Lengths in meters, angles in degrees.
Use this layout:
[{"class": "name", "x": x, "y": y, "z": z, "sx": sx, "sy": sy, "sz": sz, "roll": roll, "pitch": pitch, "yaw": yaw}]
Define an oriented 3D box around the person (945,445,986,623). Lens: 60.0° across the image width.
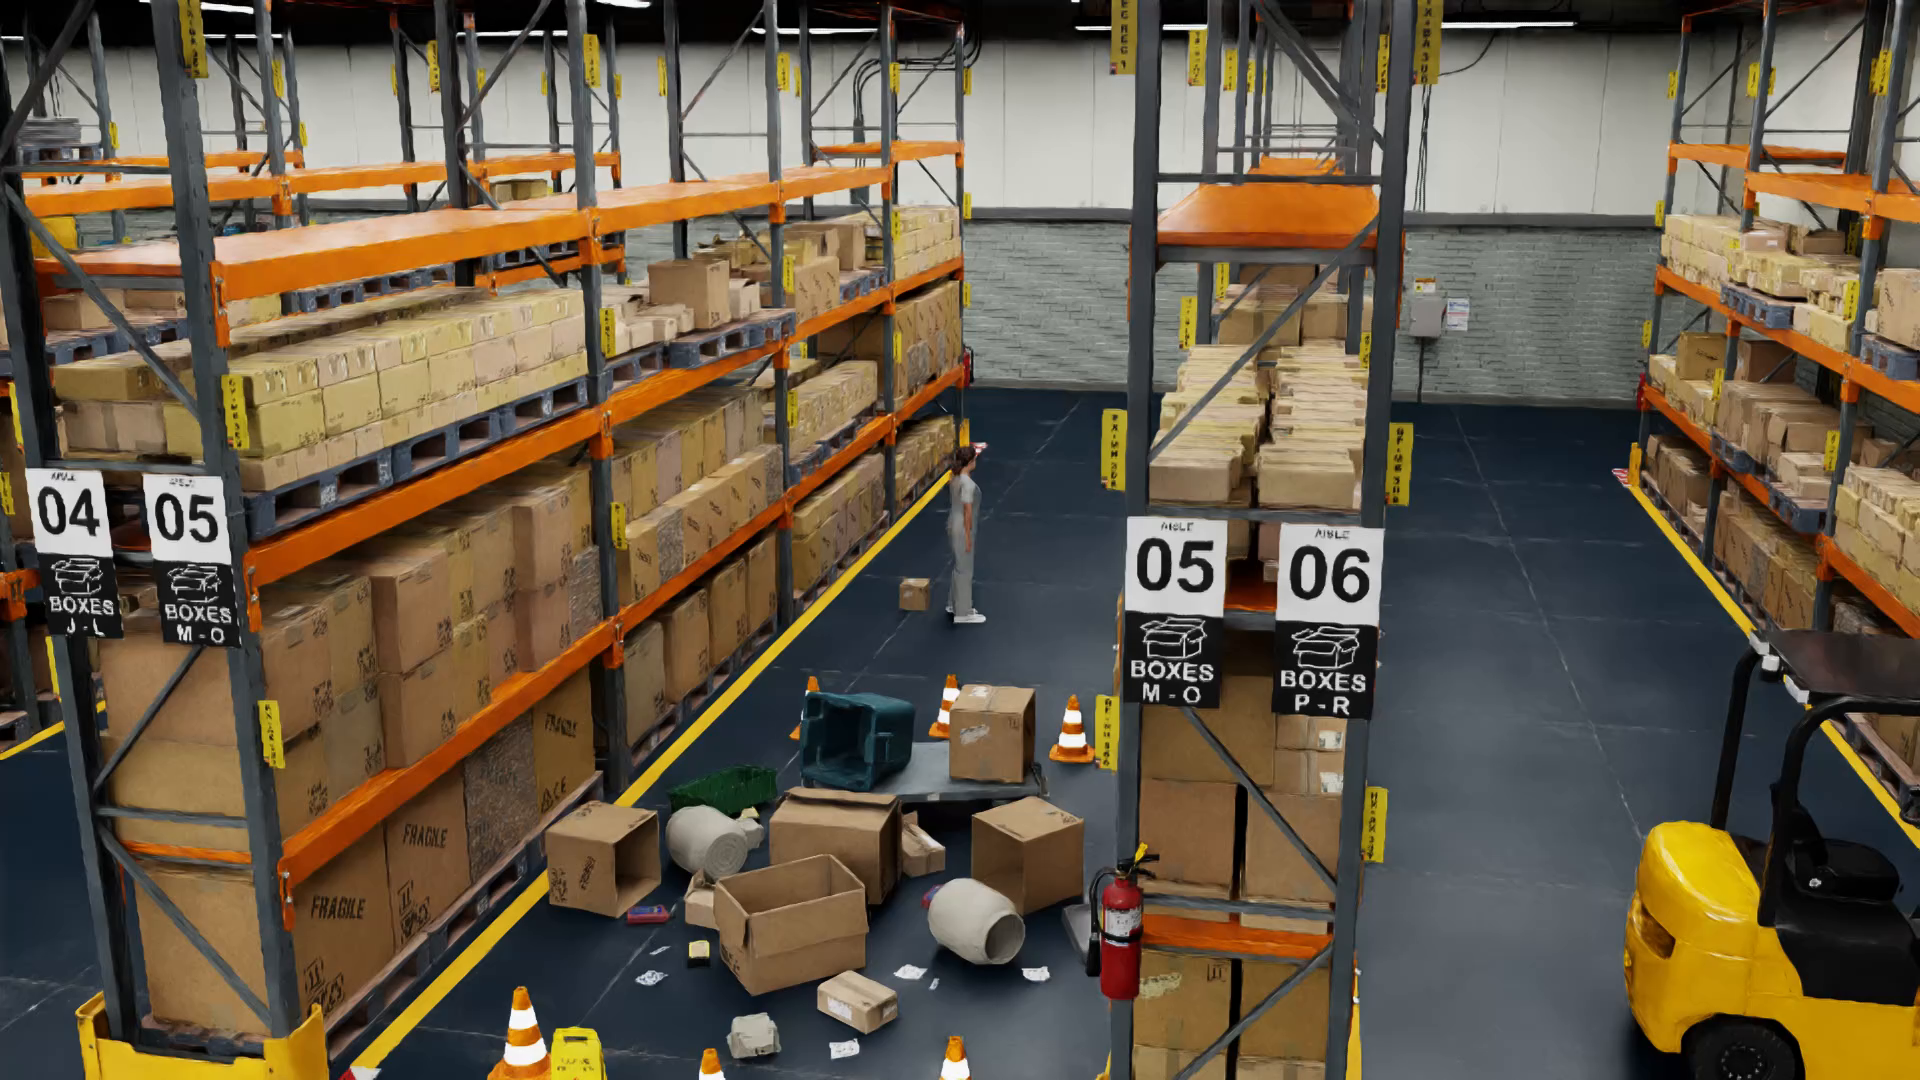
[{"class": "person", "x": 0.045, "y": -0.066, "z": 15.758, "sx": 0.349, "sy": 1.672, "sz": 0.512, "roll": -6, "pitch": 16, "yaw": -21}]
